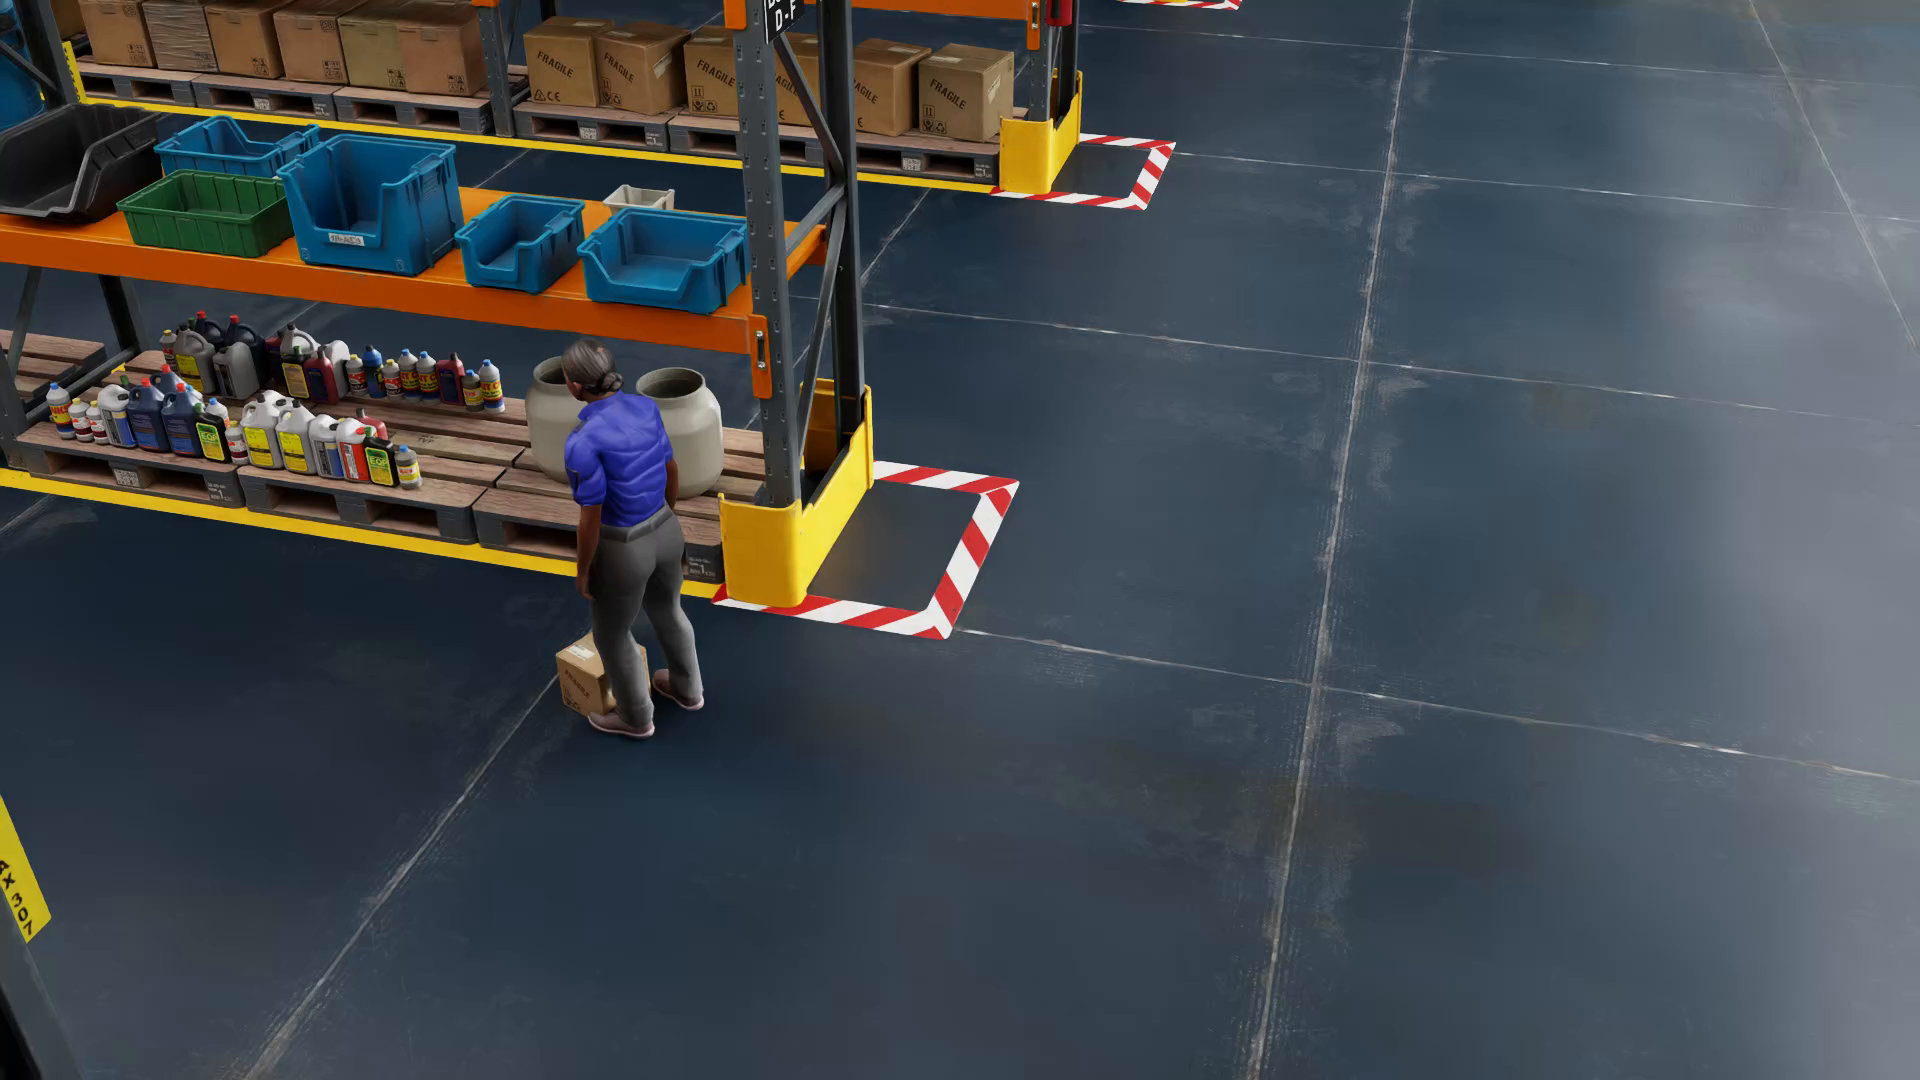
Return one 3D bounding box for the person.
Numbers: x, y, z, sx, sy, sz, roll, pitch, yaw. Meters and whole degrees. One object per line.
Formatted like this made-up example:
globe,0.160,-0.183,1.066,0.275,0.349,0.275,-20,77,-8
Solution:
person,-1.232,0.011,6.126,0.391,1.655,0.509,20,38,28
